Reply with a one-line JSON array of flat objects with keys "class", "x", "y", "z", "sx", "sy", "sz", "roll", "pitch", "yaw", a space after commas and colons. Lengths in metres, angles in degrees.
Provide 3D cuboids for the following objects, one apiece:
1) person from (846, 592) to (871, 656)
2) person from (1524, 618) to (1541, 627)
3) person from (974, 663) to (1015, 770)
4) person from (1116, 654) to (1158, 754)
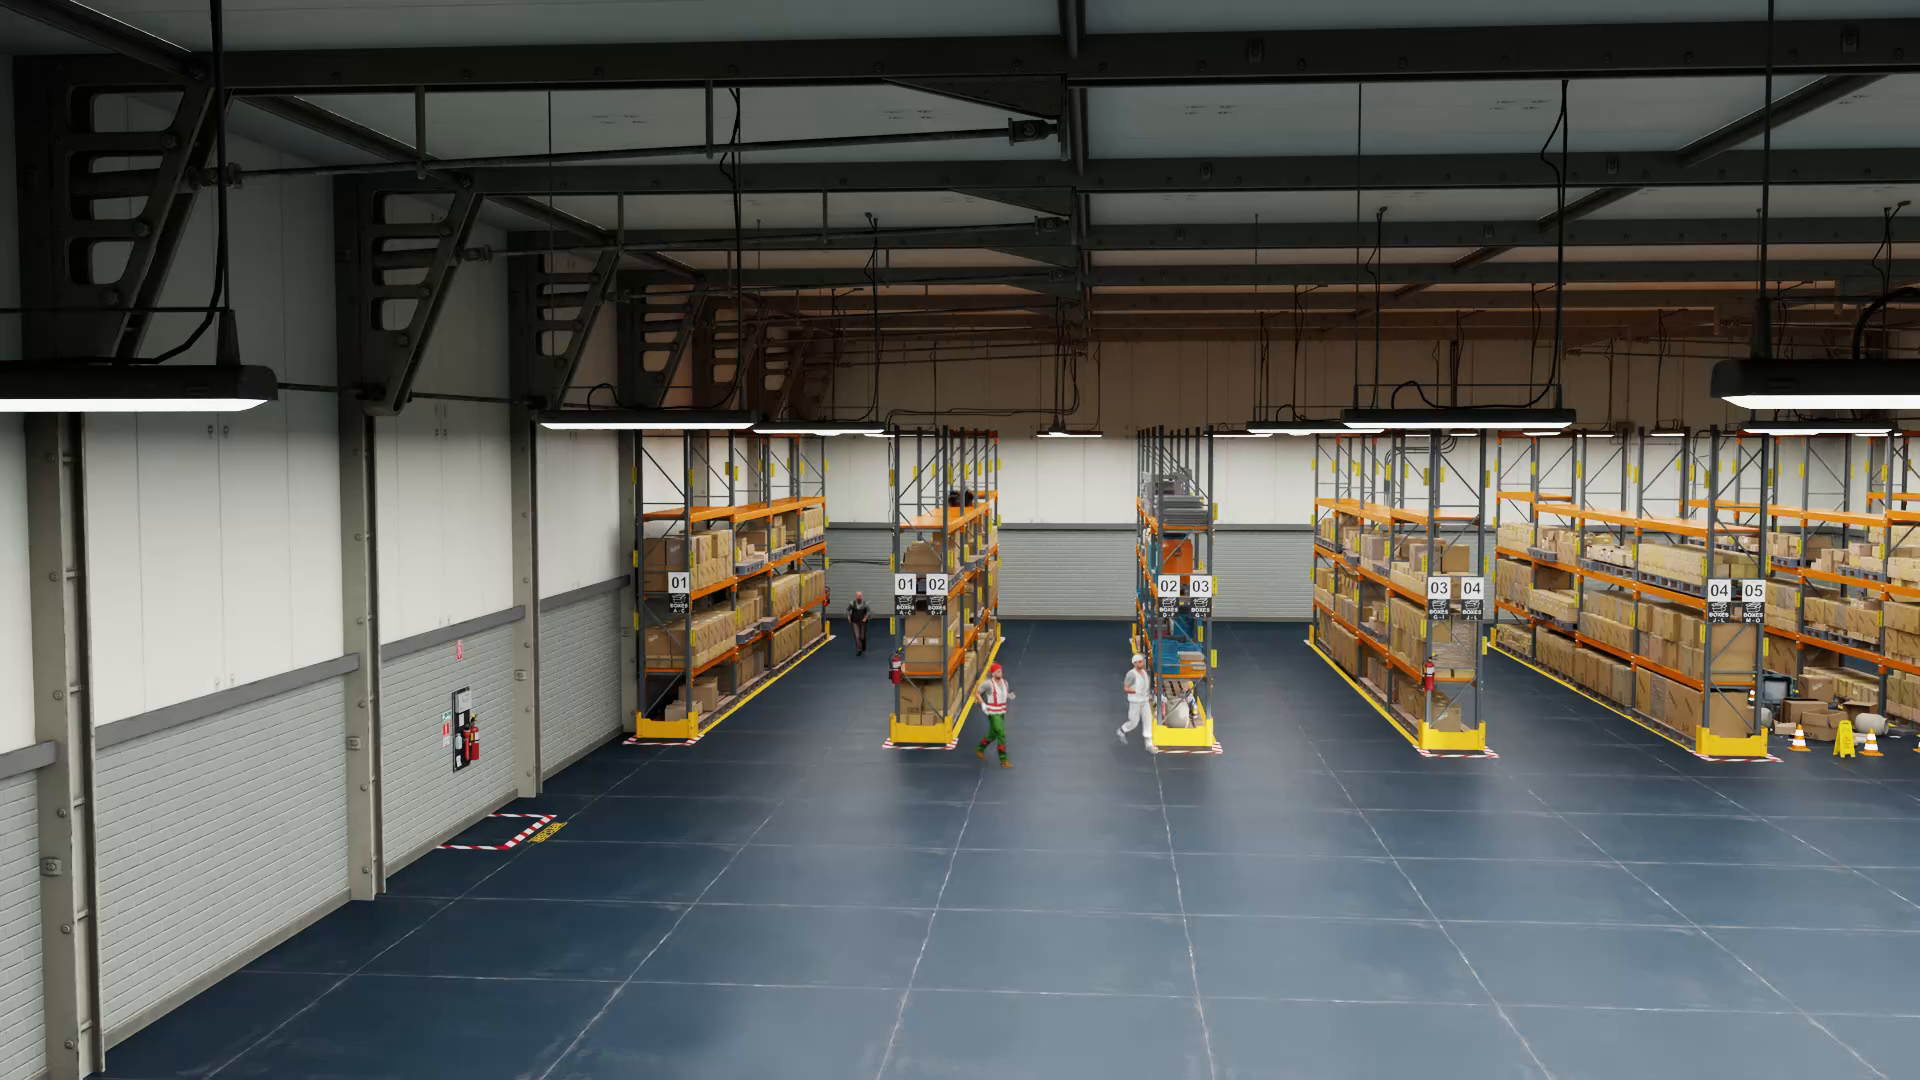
[{"class": "person", "x": -2.702, "y": 2.222, "z": 44.281, "sx": 0.691, "sy": 1.690, "sz": 0.783, "roll": 0, "pitch": 3, "yaw": -2}, {"class": "person", "x": 16.279, "y": 2.087, "z": 47.288, "sx": 0.791, "sy": 1.639, "sz": 0.578, "roll": -1, "pitch": 4, "yaw": -12}, {"class": "person", "x": 0.632, "y": 3.065, "z": 29.215, "sx": 0.912, "sy": 1.817, "sz": 0.629, "roll": 3, "pitch": 4, "yaw": 39}, {"class": "person", "x": 3.256, "y": 2.987, "z": 30.504, "sx": 0.655, "sy": 1.793, "sz": 0.985, "roll": -3, "pitch": 4, "yaw": -39}]
